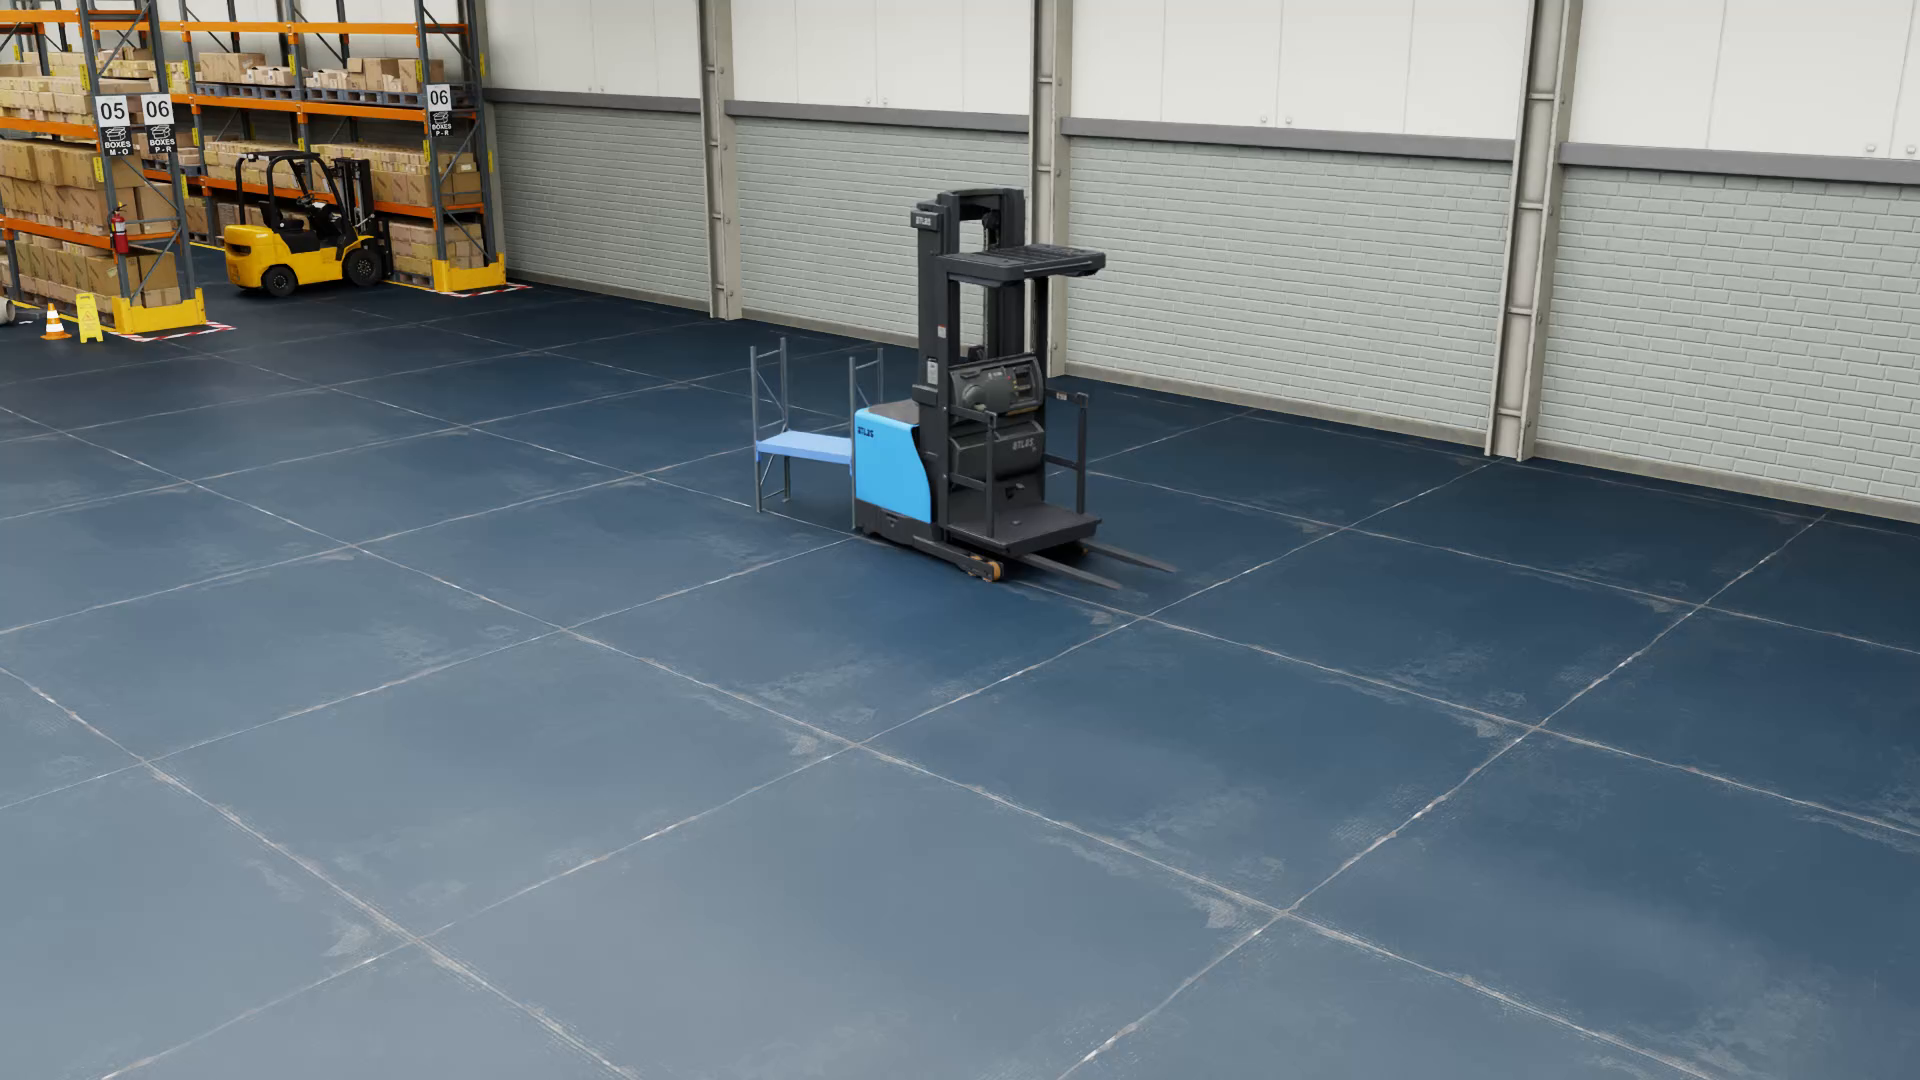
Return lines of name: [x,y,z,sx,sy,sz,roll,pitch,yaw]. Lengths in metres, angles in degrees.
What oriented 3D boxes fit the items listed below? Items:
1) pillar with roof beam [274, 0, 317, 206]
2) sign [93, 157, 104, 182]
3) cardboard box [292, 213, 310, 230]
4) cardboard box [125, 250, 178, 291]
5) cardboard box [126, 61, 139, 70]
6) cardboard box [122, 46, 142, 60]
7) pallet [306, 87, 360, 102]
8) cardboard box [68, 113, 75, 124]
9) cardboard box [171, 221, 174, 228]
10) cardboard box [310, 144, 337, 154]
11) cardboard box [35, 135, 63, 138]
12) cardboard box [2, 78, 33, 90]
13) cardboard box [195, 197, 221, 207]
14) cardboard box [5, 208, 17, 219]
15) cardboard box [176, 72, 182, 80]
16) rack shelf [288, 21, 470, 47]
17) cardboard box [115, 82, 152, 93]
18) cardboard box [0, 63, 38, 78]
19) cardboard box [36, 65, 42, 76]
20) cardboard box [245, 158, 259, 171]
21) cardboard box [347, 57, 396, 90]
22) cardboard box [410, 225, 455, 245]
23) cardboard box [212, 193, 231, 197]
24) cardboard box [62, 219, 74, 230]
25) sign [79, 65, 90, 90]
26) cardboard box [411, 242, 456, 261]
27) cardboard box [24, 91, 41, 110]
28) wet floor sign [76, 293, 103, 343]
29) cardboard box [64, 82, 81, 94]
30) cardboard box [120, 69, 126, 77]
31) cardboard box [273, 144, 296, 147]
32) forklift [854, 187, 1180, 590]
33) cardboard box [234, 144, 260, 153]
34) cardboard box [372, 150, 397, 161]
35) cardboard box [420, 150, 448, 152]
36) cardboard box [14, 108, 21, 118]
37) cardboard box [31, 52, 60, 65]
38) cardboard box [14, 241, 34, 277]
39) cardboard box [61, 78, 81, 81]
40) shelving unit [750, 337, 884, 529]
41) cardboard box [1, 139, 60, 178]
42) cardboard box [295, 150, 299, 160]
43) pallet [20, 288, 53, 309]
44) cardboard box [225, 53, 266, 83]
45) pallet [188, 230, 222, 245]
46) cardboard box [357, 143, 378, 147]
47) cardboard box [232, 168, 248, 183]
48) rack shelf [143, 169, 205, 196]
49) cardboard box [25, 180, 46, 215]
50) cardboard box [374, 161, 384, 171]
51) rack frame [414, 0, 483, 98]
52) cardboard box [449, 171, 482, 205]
pillar with roof beam: [-15.255,-8.991,27.565,0.400,9.000,9.100,15,23,39]
sign: [-11.663,-5.014,22.516,0.005,0.325,0.100,15,23,39]
cardboard box: [-11.377,-5.531,29.811,0.625,0.625,0.875,16,24,42]
cardboard box: [-11.717,-3.909,24.083,0.500,0.500,0.500,14,22,37]
cardboard box: [-16.021,-9.264,32.447,0.250,0.149,0.380,15,23,40]
cardboard box: [-16.688,-9.817,33.508,0.258,0.266,0.396,15,23,38]
pallet: [-10.324,-7.582,28.232,1.213,0.211,1.003,15,23,39]
cardboard box: [-12.116,-5.855,23.059,0.250,0.149,0.380,16,24,41]
cardboard box: [-15.591,-6.516,33.122,0.500,0.500,0.500,14,22,37]
cardboard box: [-10.938,-6.728,28.622,0.250,0.149,0.380,16,23,40]
cardboard box: [-19.794,-8.688,36.284,0.500,0.250,0.500,15,23,40]
cardboard box: [-13.668,-6.630,24.182,0.250,0.149,0.380,15,23,39]
cardboard box: [-14.509,-6.523,32.072,0.250,0.149,0.380,14,22,37]
cardboard box: [-14.248,-4.981,25.262,0.250,0.149,0.380,15,23,39]
cardboard box: [-14.577,-8.785,31.463,0.250,0.149,0.380,14,23,38]
rack shelf: [-9.483,-8.284,27.190,4.000,0.370,1.077,15,23,39]
cardboard box: [-11.410,-6.241,22.956,0.250,0.149,0.380,15,23,39]
cardboard box: [-14.822,-7.339,26.046,0.500,0.250,0.500,14,23,38]
cardboard box: [-19.410,-10.021,35.527,0.500,0.250,0.500,16,23,40]
cardboard box: [-12.649,-6.879,30.249,0.500,0.250,0.500,15,23,40]
cardboard box: [-9.592,-7.672,27.338,0.637,0.503,0.797,16,24,41]
cardboard box: [-8.539,-4.945,26.933,0.500,0.250,0.500,16,24,41]
cardboard box: [-14.574,-6.748,32.780,0.250,0.149,0.380,15,23,40]
cardboard box: [-12.704,-4.581,24.003,0.250,0.149,0.380,15,23,39]
sign: [-11.663,-6.163,22.151,0.005,0.325,0.100,15,23,39]
cardboard box: [-8.559,-4.712,27.025,0.500,0.250,0.500,15,23,39]
cardboard box: [-12.987,-6.280,23.739,0.500,0.250,0.500,15,23,40]
wet floor sign: [-11.848,-3.031,22.595,0.267,0.644,0.232,-9,20,-27]
cardboard box: [-12.099,-6.232,22.928,0.250,0.149,0.380,15,23,39]
cardboard box: [-16.238,-9.170,32.643,0.250,0.149,0.380,15,23,39]
cardboard box: [-12.432,-7.197,30.592,0.250,0.149,0.380,16,24,41]
forklift: [0.437,-1.233,13.153,1.130,2.935,3.031,-15,23,-39]
cardboard box: [-13.107,-7.197,30.593,0.250,0.149,0.380,15,23,40]
cardboard box: [-9.416,-6.313,27.317,0.250,0.149,0.380,16,23,40]
cardboard box: [-8.652,-6.334,27.383,0.250,0.149,0.380,15,23,40]
cardboard box: [-13.623,-6.279,24.394,0.250,0.149,0.380,16,24,41]
cardboard box: [-19.421,-10.256,35.439,0.500,0.250,0.500,15,23,39]
cardboard box: [-14.009,-4.304,25.326,0.500,0.500,0.500,16,24,42]
cardboard box: [-12.874,-6.667,24.298,0.250,0.149,0.380,15,23,40]
shelving unit: [-1.244,-0.954,14.639,1.048,1.500,0.538,9,20,27]
cardboard box: [-13.719,-5.657,24.669,0.500,0.500,0.700,15,23,40]
cardboard box: [-11.587,-6.783,29.288,0.250,0.149,0.380,15,23,38]
pallet: [-13.745,-3.780,25.675,1.213,0.211,1.003,15,23,39]
cardboard box: [-12.830,-8.483,29.901,0.500,0.500,0.500,16,23,41]
pallet: [-14.504,-5.993,32.645,1.213,0.211,1.003,15,23,39]
cardboard box: [-10.173,-6.753,28.702,0.250,0.149,0.380,15,23,39]
cardboard box: [-13.039,-6.743,30.649,0.500,0.250,0.500,14,22,38]
rack shelf: [-15.467,-7.222,33.098,4.000,0.370,1.077,15,23,39]
cardboard box: [-13.369,-5.075,24.487,0.500,0.500,0.500,15,23,39]
cardboard box: [-9.408,-6.172,27.363,0.250,0.149,0.380,15,23,40]
rack frame: [-7.987,-8.416,25.755,0.127,3.000,1.000,15,23,39]
cardboard box: [-8.174,-5.767,27.159,0.500,0.500,0.500,16,24,41]
